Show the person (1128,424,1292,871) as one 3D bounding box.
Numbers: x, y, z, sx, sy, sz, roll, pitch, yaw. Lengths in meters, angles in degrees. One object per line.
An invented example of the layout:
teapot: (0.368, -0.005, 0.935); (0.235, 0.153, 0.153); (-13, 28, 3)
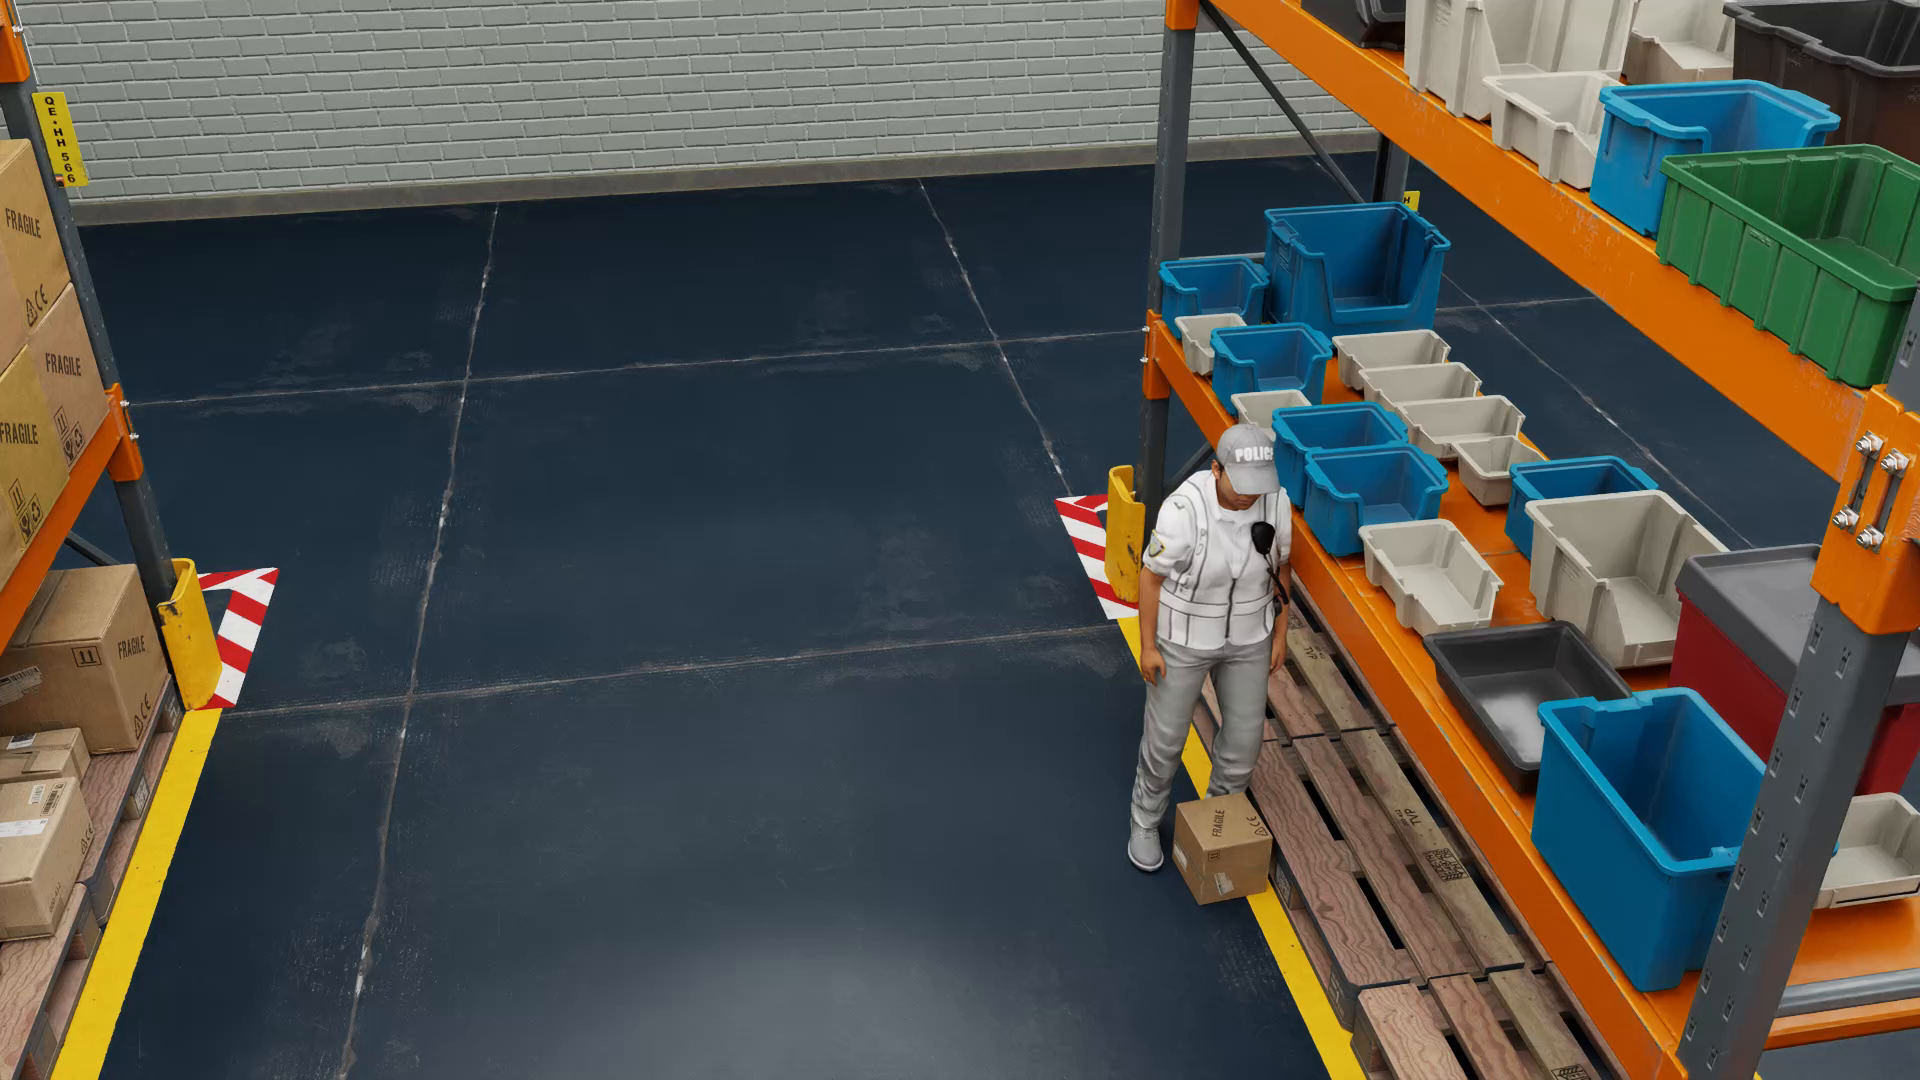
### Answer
person: (0.843, 0.344, 5.550); (0.537, 1.666, 0.467); (-6, 31, -9)
